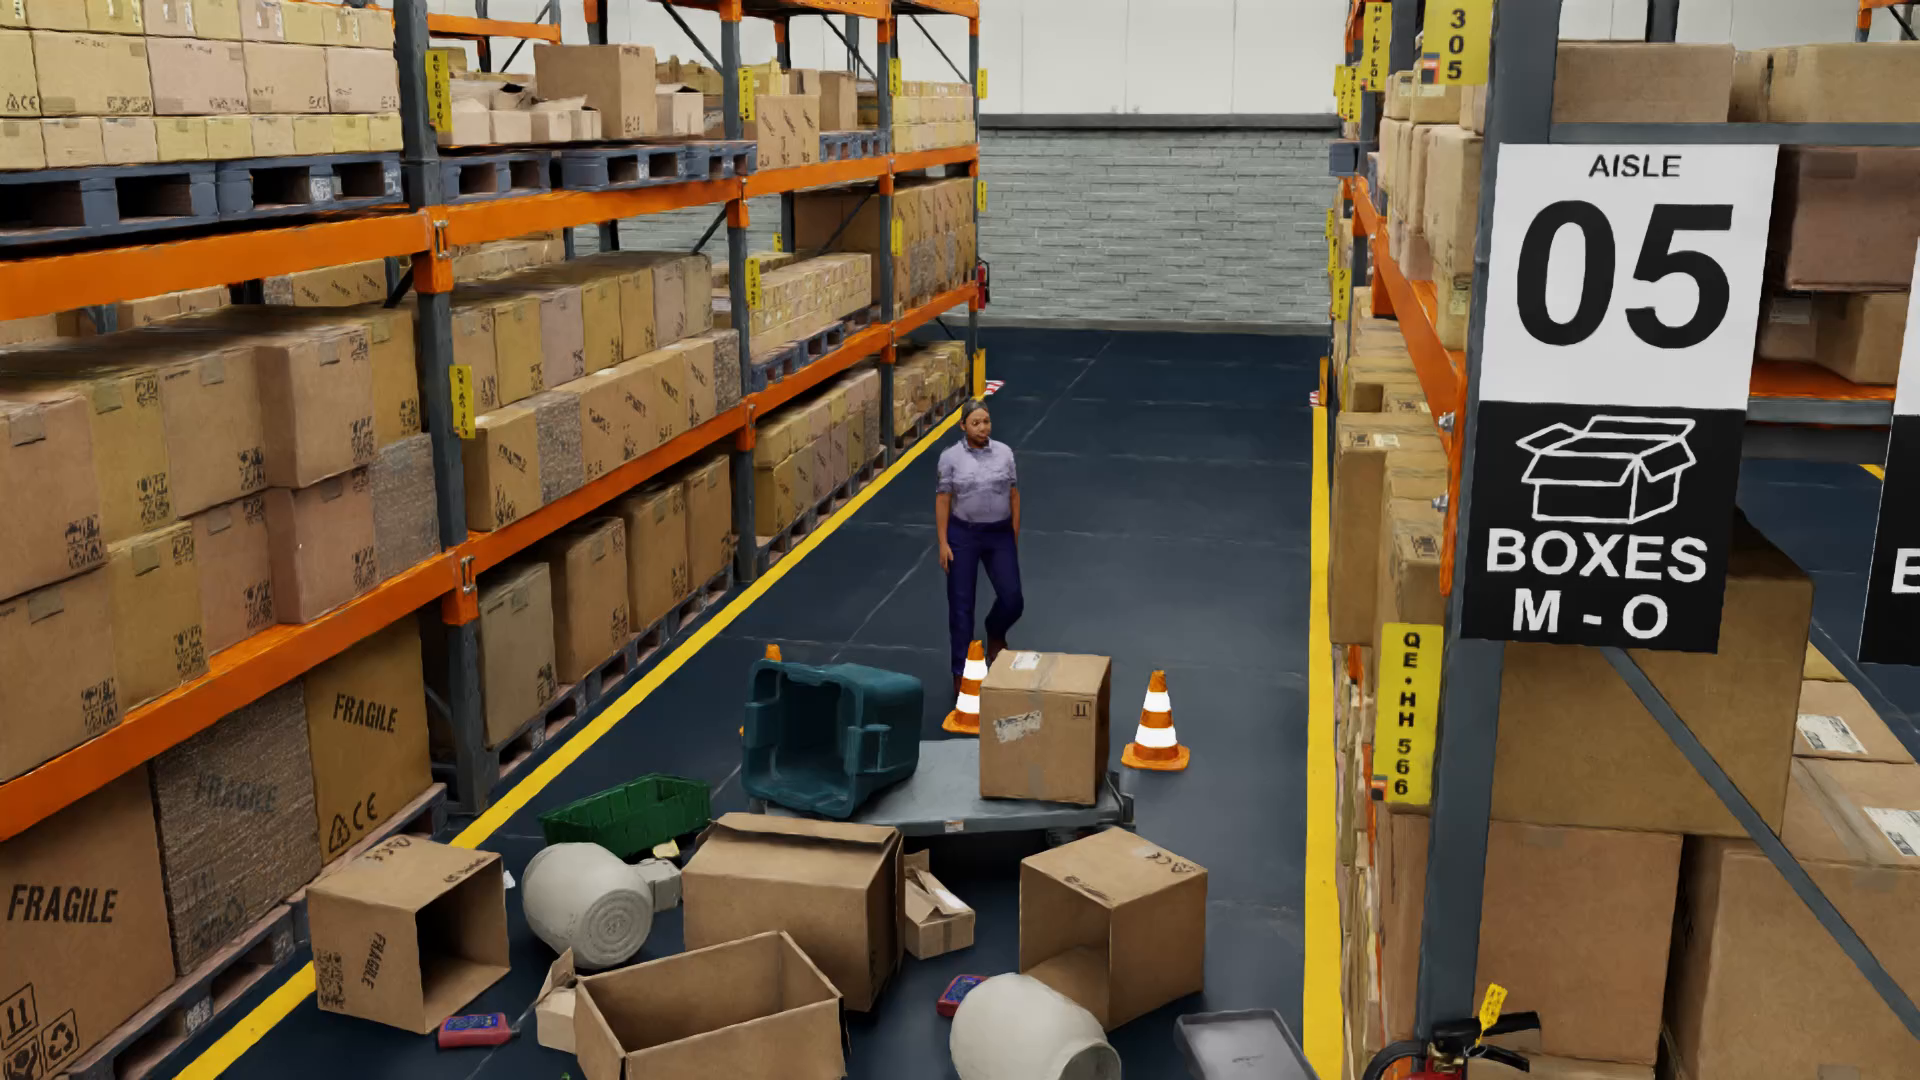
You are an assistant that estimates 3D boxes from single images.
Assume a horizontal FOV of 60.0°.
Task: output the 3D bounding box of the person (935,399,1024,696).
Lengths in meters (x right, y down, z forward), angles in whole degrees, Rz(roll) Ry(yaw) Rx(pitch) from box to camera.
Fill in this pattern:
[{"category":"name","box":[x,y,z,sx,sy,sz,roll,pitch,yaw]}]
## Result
[{"category":"person","box":[0.115,0.024,9.438,0.496,1.617,0.642,-3,15,-12]}]
